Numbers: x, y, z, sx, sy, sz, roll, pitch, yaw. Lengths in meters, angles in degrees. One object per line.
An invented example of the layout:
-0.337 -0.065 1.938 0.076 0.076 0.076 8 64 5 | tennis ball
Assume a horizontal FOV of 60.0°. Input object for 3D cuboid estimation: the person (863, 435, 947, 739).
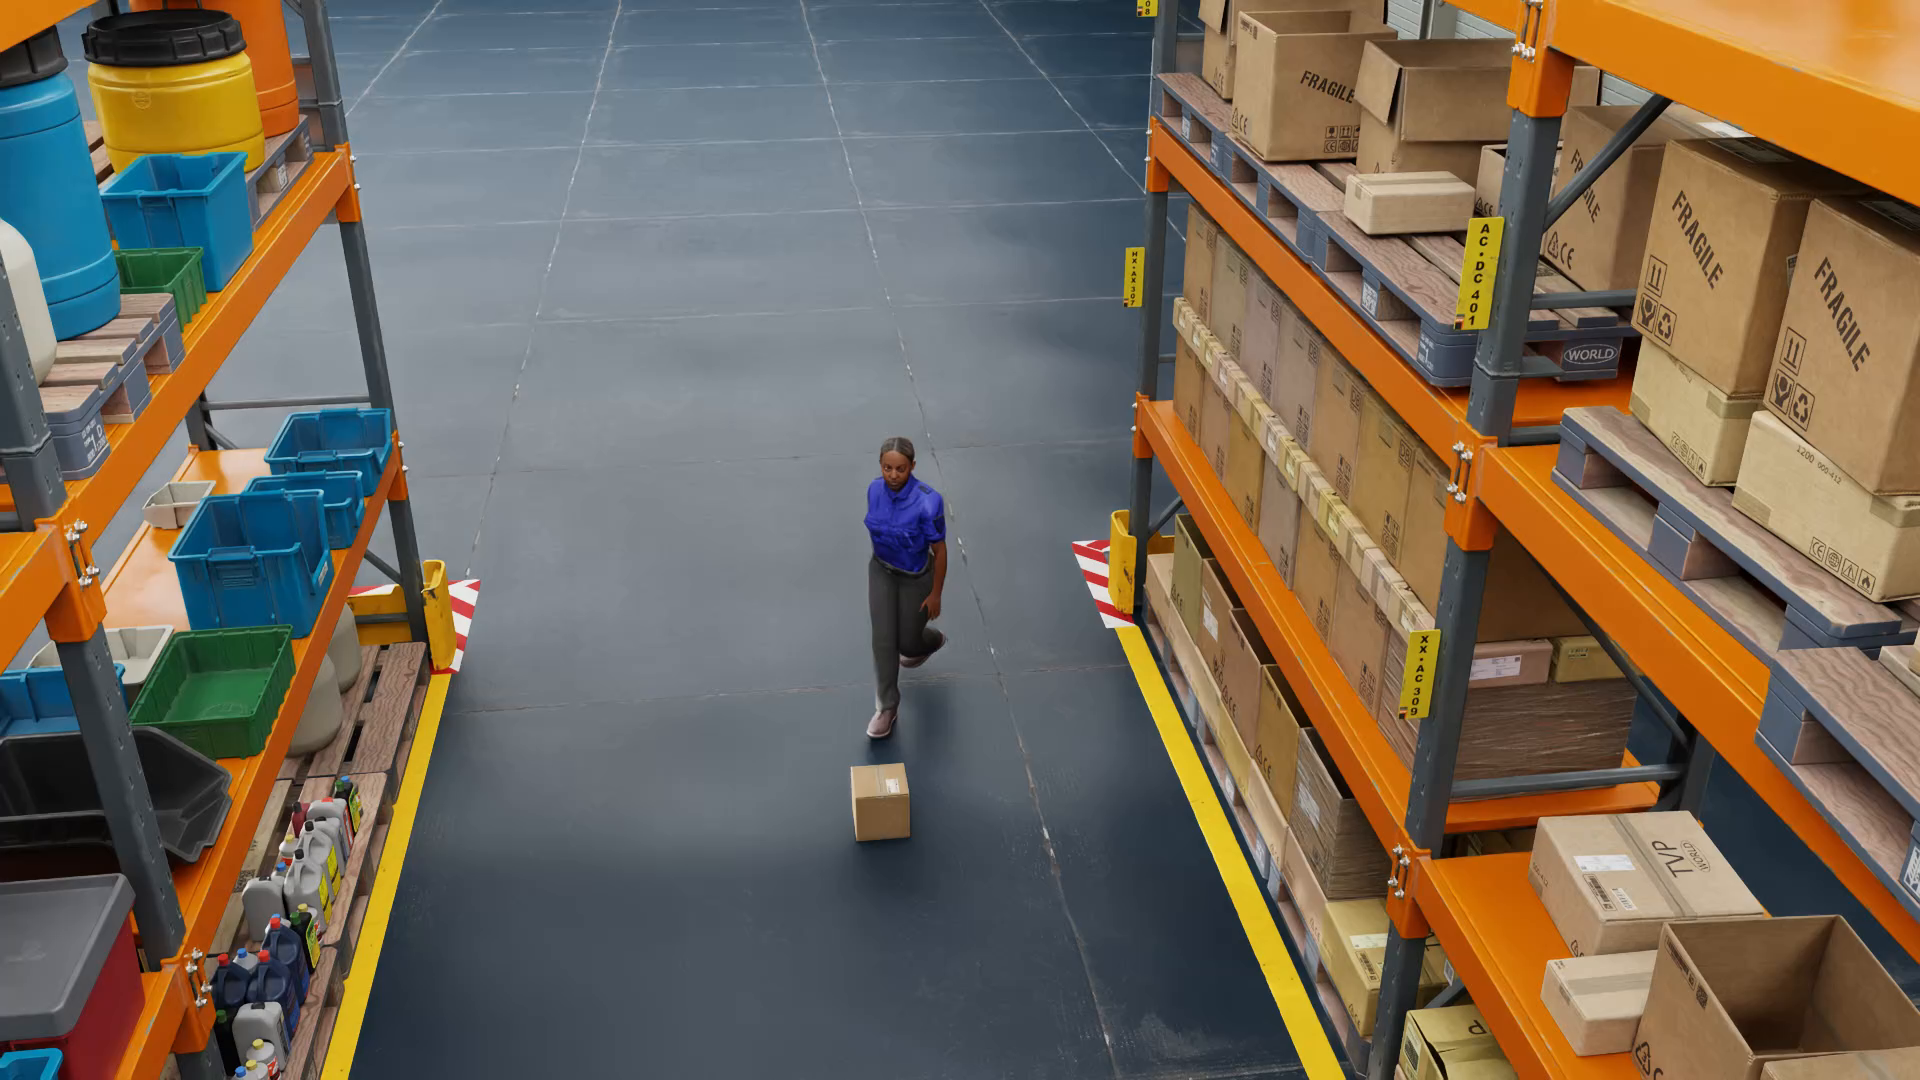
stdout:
-0.246 0.170 8.330 0.529 1.595 0.758 14 30 25 | person
